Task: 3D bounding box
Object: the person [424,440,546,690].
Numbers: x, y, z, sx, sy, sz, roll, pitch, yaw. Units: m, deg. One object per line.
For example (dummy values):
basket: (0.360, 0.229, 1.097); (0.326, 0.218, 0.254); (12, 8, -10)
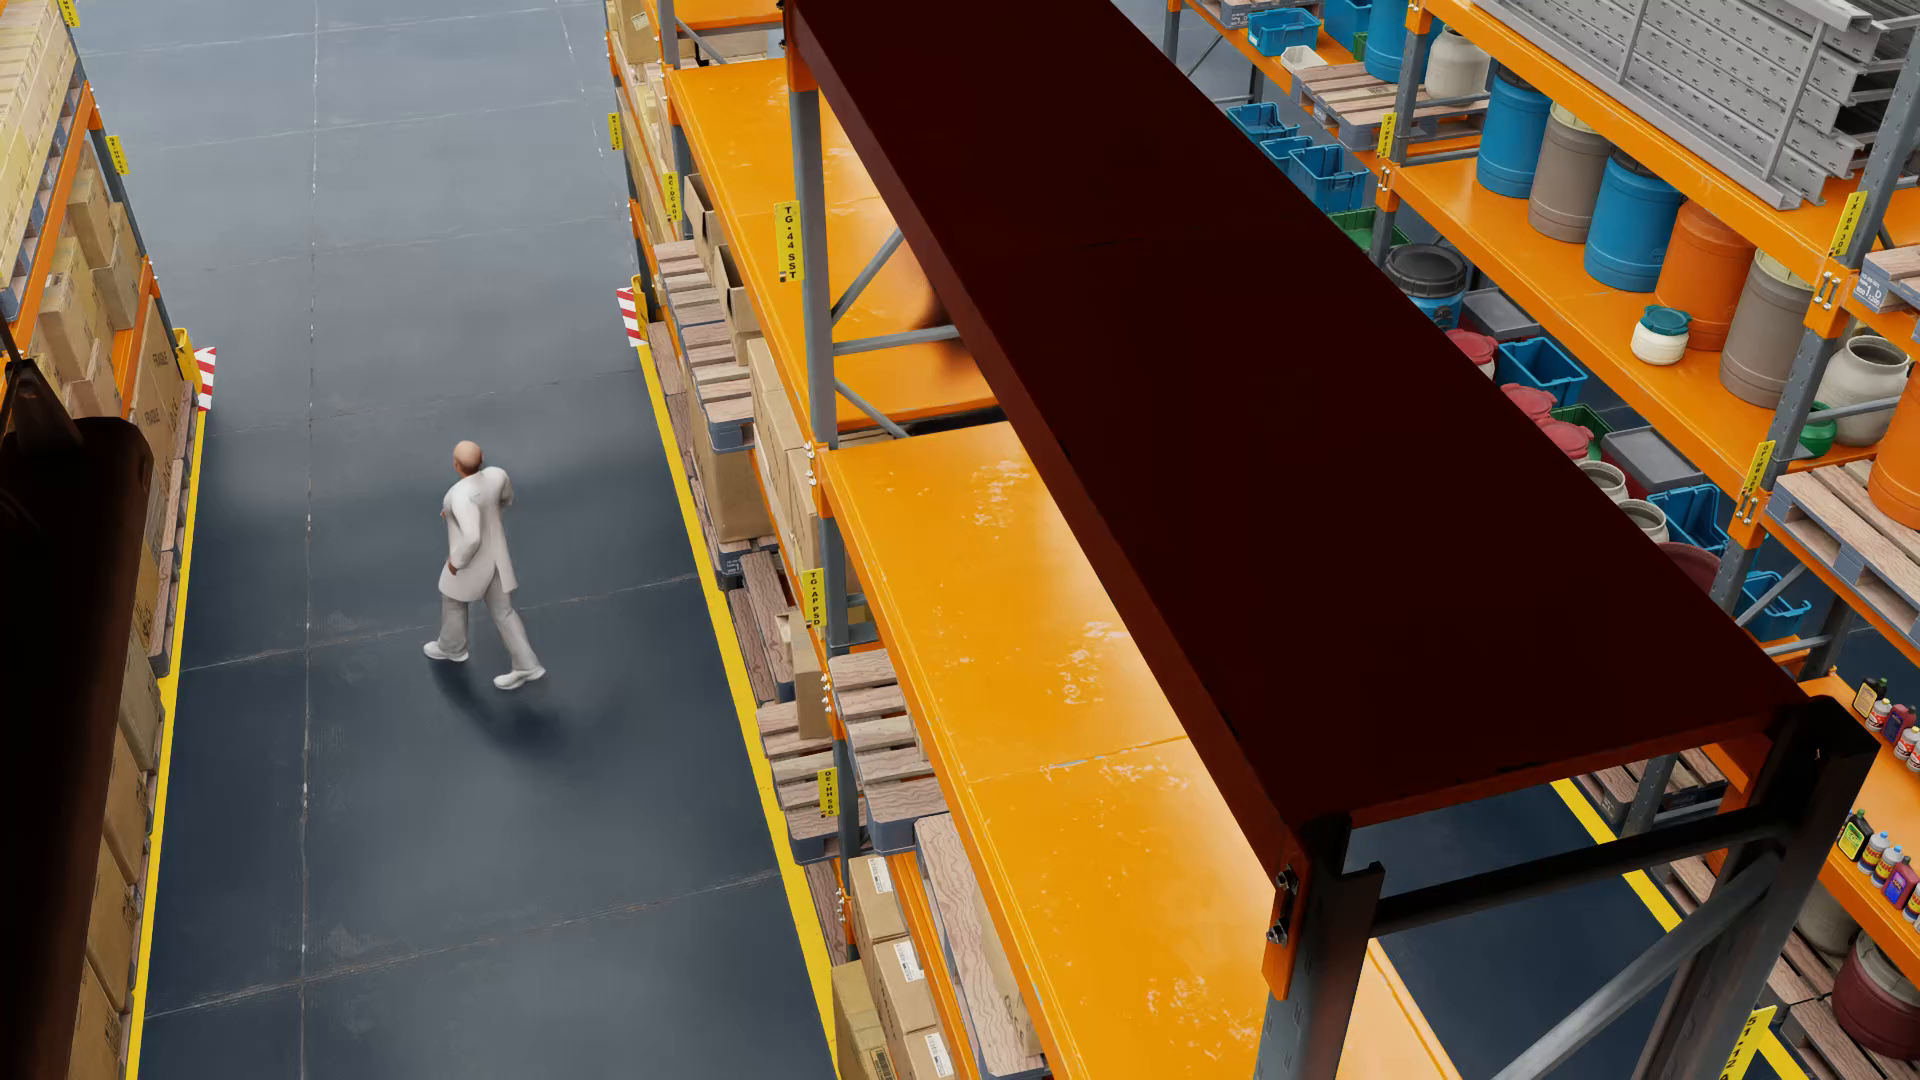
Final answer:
person: (-3.193, 0.105, 11.232); (1.003, 1.734, 0.724); (23, 44, 26)
